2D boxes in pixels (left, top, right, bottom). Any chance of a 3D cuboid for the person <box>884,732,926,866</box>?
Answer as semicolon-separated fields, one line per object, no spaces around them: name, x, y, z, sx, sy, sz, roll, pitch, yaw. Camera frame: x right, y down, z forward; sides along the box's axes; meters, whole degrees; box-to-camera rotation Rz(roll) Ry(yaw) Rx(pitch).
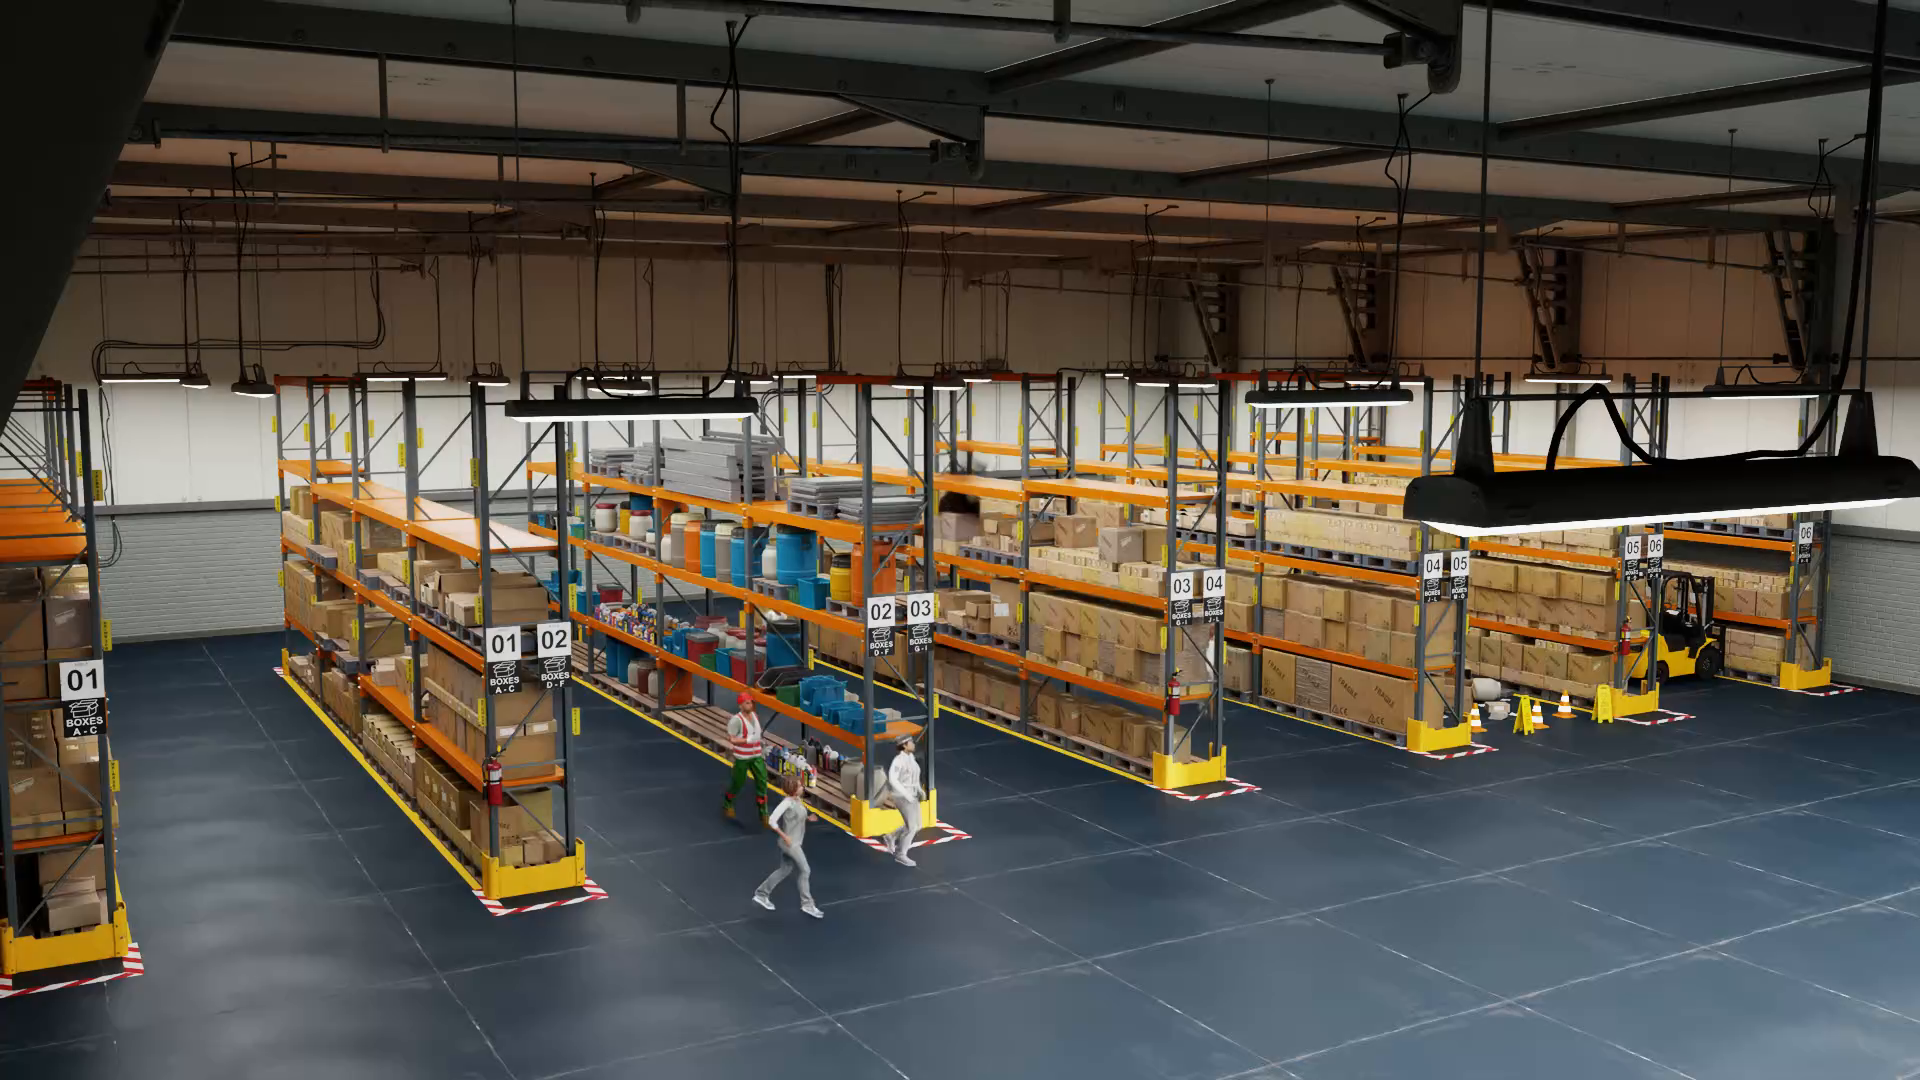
person;-0.712;3.237;20.960;0.507;1.652;0.679;2;7;20

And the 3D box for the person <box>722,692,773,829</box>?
person;-2.883;2.954;22.531;0.656;1.808;0.927;-6;9;-44

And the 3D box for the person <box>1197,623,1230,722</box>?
person;4.314;2.252;28.686;0.707;1.720;0.753;-5;8;-37

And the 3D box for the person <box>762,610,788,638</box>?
person;-3.554;1.910;31.939;0.663;1.695;0.976;-6;9;-43

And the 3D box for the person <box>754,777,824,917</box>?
person;-1.940;3.473;18.880;0.795;1.624;0.520;0;6;-1
